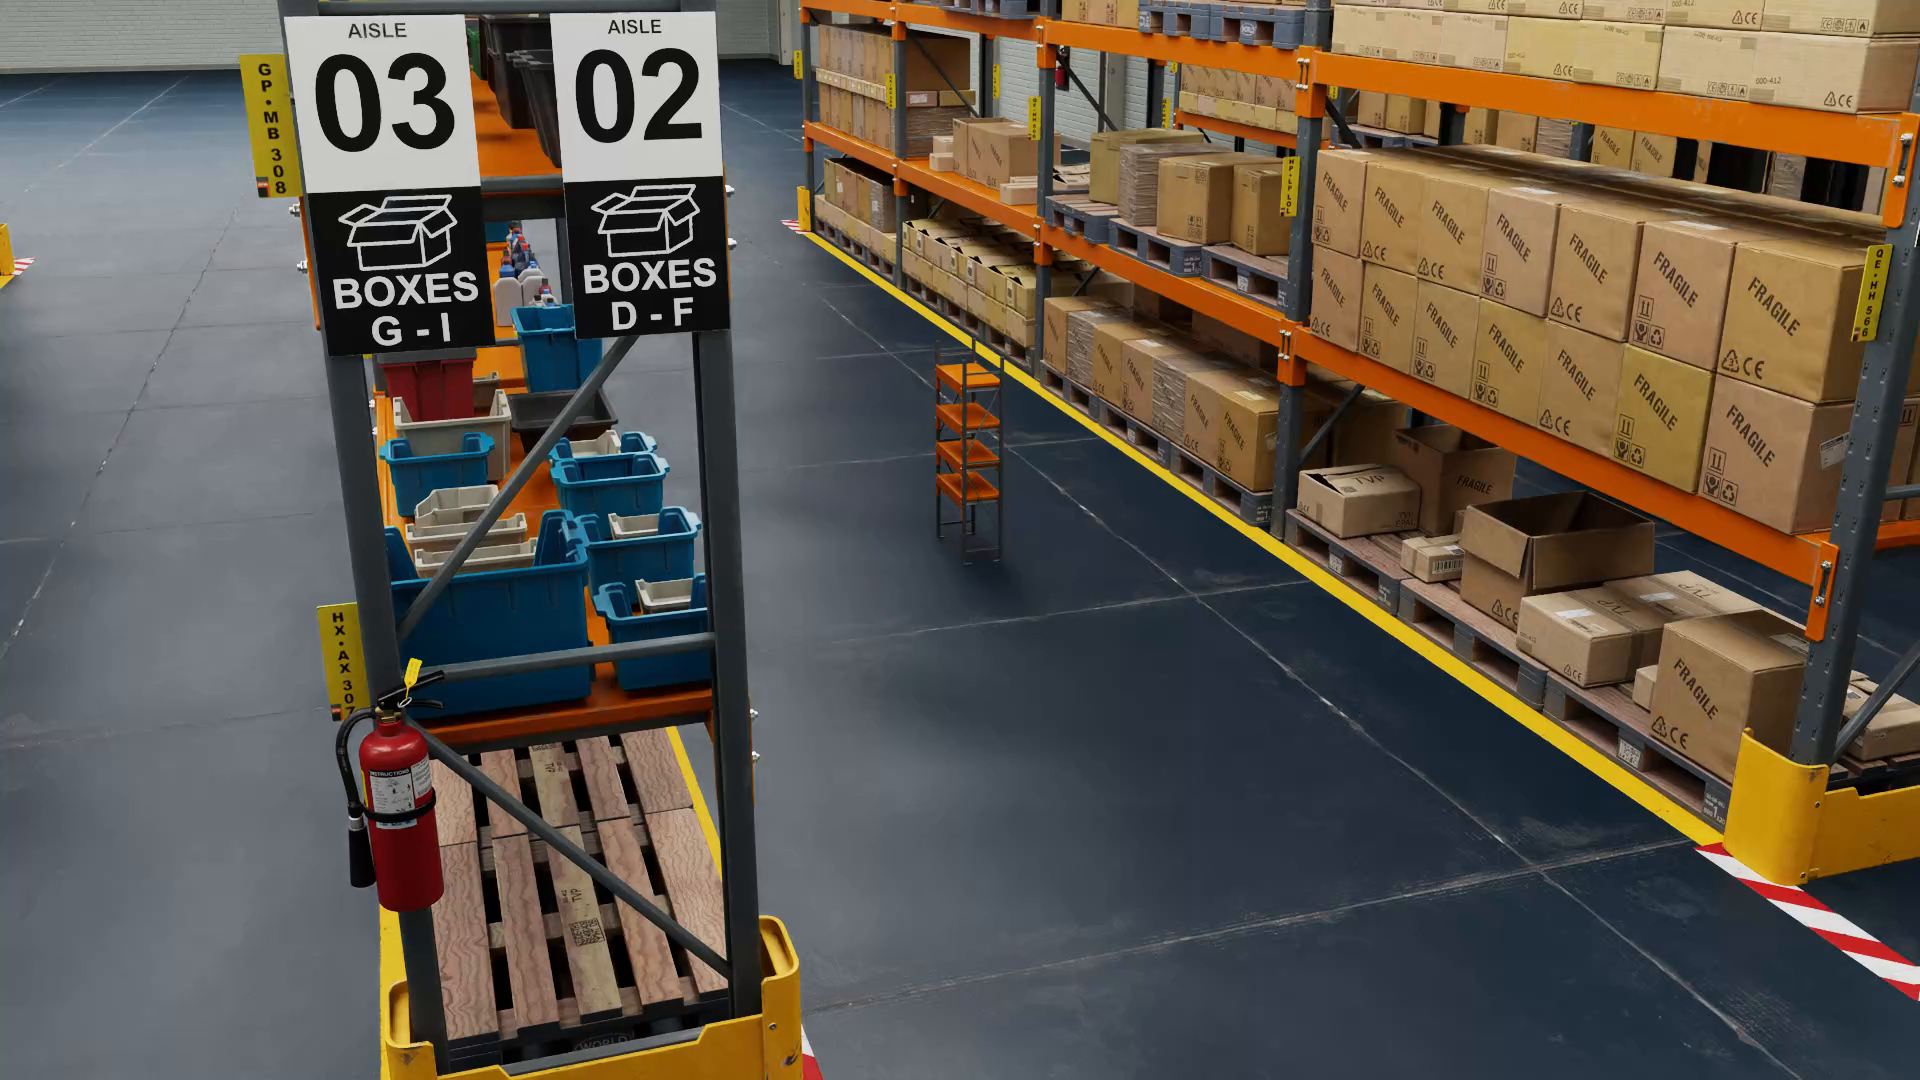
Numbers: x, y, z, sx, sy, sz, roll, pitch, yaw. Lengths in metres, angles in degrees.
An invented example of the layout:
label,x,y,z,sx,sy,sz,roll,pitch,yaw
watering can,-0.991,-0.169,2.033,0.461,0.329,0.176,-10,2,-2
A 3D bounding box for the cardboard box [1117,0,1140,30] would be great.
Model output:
label,x,y,z,sx,sy,sz,roll,pitch,yaw
cardboard box,1.592,-3.751,11.336,0.910,0.500,0.500,-6,21,-17

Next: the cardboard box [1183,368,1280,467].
label,x,y,z,sx,sy,sz,roll,pitch,yaw
cardboard box,1.782,-0.793,10.735,0.500,0.500,0.500,-6,21,-17

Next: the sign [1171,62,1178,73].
label,x,y,z,sx,sy,sz,roll,pitch,yaw
sign,2.771,-6.203,21.469,0.100,0.325,0.005,-6,21,-17

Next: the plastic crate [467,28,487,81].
label,x,y,z,sx,sy,sz,roll,pitch,yaw
plastic crate,-1.927,-2.158,7.364,0.450,0.188,0.662,-6,21,-17

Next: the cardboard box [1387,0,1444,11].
label,x,y,z,sx,sy,sz,roll,pitch,yaw
cardboard box,2.432,-2.709,8.066,0.500,0.250,0.500,-6,21,-17

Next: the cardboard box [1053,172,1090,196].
label,x,y,z,sx,sy,sz,roll,pitch,yaw
cardboard box,1.026,-2.838,13.513,0.500,0.311,0.500,-5,20,-14

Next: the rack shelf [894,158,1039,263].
label,x,y,z,sx,sy,sz,roll,pitch,yaw
rack shelf,0.470,-3.062,15.068,1.077,0.370,4.000,-6,21,-17

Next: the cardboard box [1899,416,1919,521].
label,x,y,z,sx,sy,sz,roll,pitch,yaw
cardboard box,3.724,-0.409,6.470,0.500,0.500,0.500,-6,21,-16

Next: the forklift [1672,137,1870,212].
label,x,y,z,sx,sy,sz,roll,pitch,yaw
forklift,4.696,-1.735,10.412,1.130,2.935,3.031,-6,21,-15

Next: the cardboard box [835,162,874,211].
label,x,y,z,sx,sy,sz,roll,pitch,yaw
cardboard box,-1.130,-4.067,19.140,0.500,0.500,0.500,-6,21,-17

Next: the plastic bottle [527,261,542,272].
label,x,y,z,sx,sy,sz,roll,pitch,yaw
plastic bottle,-2.536,-1.521,9.905,0.097,0.271,0.097,0,20,0

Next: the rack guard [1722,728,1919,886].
label,x,y,z,sx,sy,sz,roll,pitch,yaw
rack guard,3.590,0.960,6.503,1.175,0.500,0.348,-6,21,-17

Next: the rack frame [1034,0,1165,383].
label,x,y,z,sx,sy,sz,roll,pitch,yaw
rack frame,1.099,-2.759,13.160,1.000,3.000,0.127,-6,21,-17

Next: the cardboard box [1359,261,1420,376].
label,x,y,z,sx,sy,sz,roll,pitch,yaw
cardboard box,2.422,-1.166,8.577,0.500,0.500,0.500,-6,21,-16

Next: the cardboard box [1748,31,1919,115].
label,x,y,z,sx,sy,sz,roll,pitch,yaw
cardboard box,3.202,-1.670,5.912,0.500,0.250,0.500,-6,21,-17

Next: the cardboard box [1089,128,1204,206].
label,x,y,z,sx,sy,sz,roll,pitch,yaw
cardboard box,1.404,-2.813,12.543,0.700,0.500,0.500,-15,24,-35

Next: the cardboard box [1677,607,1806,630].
label,x,y,z,sx,sy,sz,roll,pitch,yaw
cardboard box,3.555,0.530,7.419,0.500,0.250,0.500,-6,21,-17

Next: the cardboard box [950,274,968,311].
label,x,y,z,sx,sy,sz,roll,pitch,yaw
cardboard box,0.217,-2.297,15.320,0.500,0.250,0.500,-6,21,-16

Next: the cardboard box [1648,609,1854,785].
label,x,y,z,sx,sy,sz,roll,pitch,yaw
cardboard box,3.209,0.630,6.774,0.500,0.500,0.500,-6,21,-17

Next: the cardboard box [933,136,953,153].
label,x,y,z,sx,sy,sz,roll,pitch,yaw
cardboard box,0.038,-3.818,16.332,0.500,0.250,0.500,-5,20,-14

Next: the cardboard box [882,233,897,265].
label,x,y,z,sx,sy,sz,roll,pitch,yaw
cardboard box,-0.511,-3.072,17.477,0.500,0.250,0.500,-6,21,-17

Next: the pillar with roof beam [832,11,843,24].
label,x,y,z,sx,sy,sz,roll,pitch,yaw
pillar with roof beam,-7.303,-15.789,40.561,9.100,9.000,0.400,-6,21,-17

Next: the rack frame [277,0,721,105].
label,x,y,z,sx,sy,sz,roll,pitch,yaw
rack frame,-1.090,-2.490,3.536,1.000,3.000,0.127,-6,21,-17

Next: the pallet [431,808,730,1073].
label,x,y,z,sx,sy,sz,roll,pitch,yaw
pallet,-1.312,1.377,5.770,1.003,0.211,1.213,-6,21,-17

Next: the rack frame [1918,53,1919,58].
label,x,y,z,sx,sy,sz,roll,pitch,yaw
rack frame,3.614,-3.015,4.998,1.000,3.000,0.127,-6,21,-17

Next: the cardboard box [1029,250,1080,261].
label,x,y,z,sx,sy,sz,roll,pitch,yaw
cardboard box,0.882,-2.457,14.937,0.500,0.311,0.500,-7,21,-19

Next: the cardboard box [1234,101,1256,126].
label,x,y,z,sx,sy,sz,roll,pitch,yaw
cardboard box,3.626,-5.110,19.899,0.500,0.250,0.500,-6,21,-17

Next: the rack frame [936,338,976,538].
label,x,y,z,sx,sy,sz,roll,pitch,yaw
rack frame,-0.025,-0.590,9.784,0.240,1.200,0.015,-6,21,-17

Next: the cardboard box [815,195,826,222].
label,x,y,z,sx,sy,sz,roll,pitch,yaw
cardboard box,-1.458,-4.034,20.156,0.500,0.250,0.500,-6,21,-17

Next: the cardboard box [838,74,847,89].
label,x,y,z,sx,sy,sz,roll,pitch,yaw
cardboard box,-1.171,-5.198,18.845,0.380,0.149,0.250,-7,21,-19

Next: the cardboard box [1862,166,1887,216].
label,x,y,z,sx,sy,sz,roll,pitch,yaw
cardboard box,6.504,-2.483,11.775,0.500,0.500,0.500,-6,21,-17

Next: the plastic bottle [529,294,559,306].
label,x,y,z,sx,sy,sz,roll,pitch,yaw
plastic bottle,-2.246,-1.198,8.998,0.152,0.276,0.135,-6,21,-17

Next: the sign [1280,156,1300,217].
label,x,y,z,sx,sy,sz,roll,pitch,yaw
sign,1.831,-1.960,9.223,0.100,0.325,0.005,-6,21,-17

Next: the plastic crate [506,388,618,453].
label,x,y,z,sx,sy,sz,roll,pitch,yaw
plastic crate,-1.740,-0.518,7.240,0.437,0.125,0.590,-6,21,-17

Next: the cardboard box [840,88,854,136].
label,x,y,z,sx,sy,sz,roll,pitch,yaw
cardboard box,-0.961,-4.894,18.957,0.700,0.500,0.500,-6,21,-17

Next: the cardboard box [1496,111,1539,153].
label,x,y,z,sx,sy,sz,roll,pitch,yaw
cardboard box,5.442,-3.867,15.446,0.700,0.500,0.500,-8,21,-22

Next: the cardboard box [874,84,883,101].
label,x,y,z,sx,sy,sz,roll,pitch,yaw
cardboard box,-0.691,-4.707,17.476,0.380,0.149,0.250,-6,21,-17

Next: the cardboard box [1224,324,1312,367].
label,x,y,z,sx,sy,sz,roll,pitch,yaw
cardboard box,2.121,-1.361,11.205,0.500,0.250,0.500,-6,21,-17

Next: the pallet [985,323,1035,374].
label,x,y,z,sx,sy,sz,roll,pitch,yaw
pallet,0.877,-1.715,14.378,1.003,0.211,1.213,-6,21,-17

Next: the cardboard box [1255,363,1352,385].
label,x,y,z,sx,sy,sz,roll,pitch,yaw
cardboard box,2.257,-0.857,10.912,0.500,0.500,0.500,-6,21,-16

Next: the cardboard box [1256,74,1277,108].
label,x,y,z,sx,sy,sz,roll,pitch,yaw
cardboard box,3.791,-5.303,19.326,0.500,0.500,0.500,-7,21,-19

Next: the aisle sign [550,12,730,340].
label,x,y,z,sx,sy,sz,roll,pitch,yaw
aisle sign,-0.785,-0.898,4.135,0.394,0.787,0.004,-6,21,-17

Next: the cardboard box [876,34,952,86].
label,x,y,z,sx,sy,sz,roll,pitch,yaw
cardboard box,-0.464,-5.004,17.343,0.700,0.500,0.500,-6,21,-17

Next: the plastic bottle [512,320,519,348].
label,x,y,z,sx,sy,sz,roll,pitch,yaw
plastic bottle,-2.359,-1.144,8.957,0.097,0.201,0.097,0,20,0

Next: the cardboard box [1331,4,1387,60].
label,x,y,z,sx,sy,sz,roll,pitch,yaw
cardboard box,2.274,-2.634,8.597,0.500,0.250,0.500,-6,21,-17

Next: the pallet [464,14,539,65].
label,x,y,z,sx,sy,sz,roll,pitch,yaw
pallet,-2.686,-2.514,8.321,1.213,0.211,1.003,-6,21,-17

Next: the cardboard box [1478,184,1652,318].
label,x,y,z,sx,sy,sz,roll,pitch,yaw
cardboard box,2.724,-1.316,7.515,0.500,0.500,0.500,-6,21,-16

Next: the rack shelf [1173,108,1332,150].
label,x,y,z,sx,sy,sz,roll,pitch,yaw
rack shelf,3.915,-4.873,20.111,1.077,0.370,4.000,-6,21,-17

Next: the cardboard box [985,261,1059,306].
label,x,y,z,sx,sy,sz,roll,pitch,yaw
cardboard box,0.531,-2.234,14.316,0.500,0.311,0.500,-7,21,-18

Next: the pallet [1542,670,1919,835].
label,x,y,z,sx,sy,sz,roll,pitch,yaw
pallet,3.338,0.841,7.264,1.003,0.211,1.213,-6,21,-17

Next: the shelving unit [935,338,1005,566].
label,x,y,z,sx,sy,sz,roll,pitch,yaw
shelving unit,0.052,-0.512,9.566,0.258,1.200,0.503,-6,21,-17

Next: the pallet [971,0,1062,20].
label,x,y,z,sx,sy,sz,roll,pitch,yaw
pallet,0.801,-4.290,13.265,1.213,0.211,1.003,-5,20,-15

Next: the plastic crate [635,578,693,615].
label,x,y,z,sx,sy,sz,roll,pitch,yaw
plastic crate,-0.877,0.203,5.214,0.250,0.136,0.298,-6,21,-17

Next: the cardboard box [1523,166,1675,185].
label,x,y,z,sx,sy,sz,roll,pitch,yaw
cardboard box,3.083,-1.532,8.118,0.500,0.500,0.500,-6,21,-17
